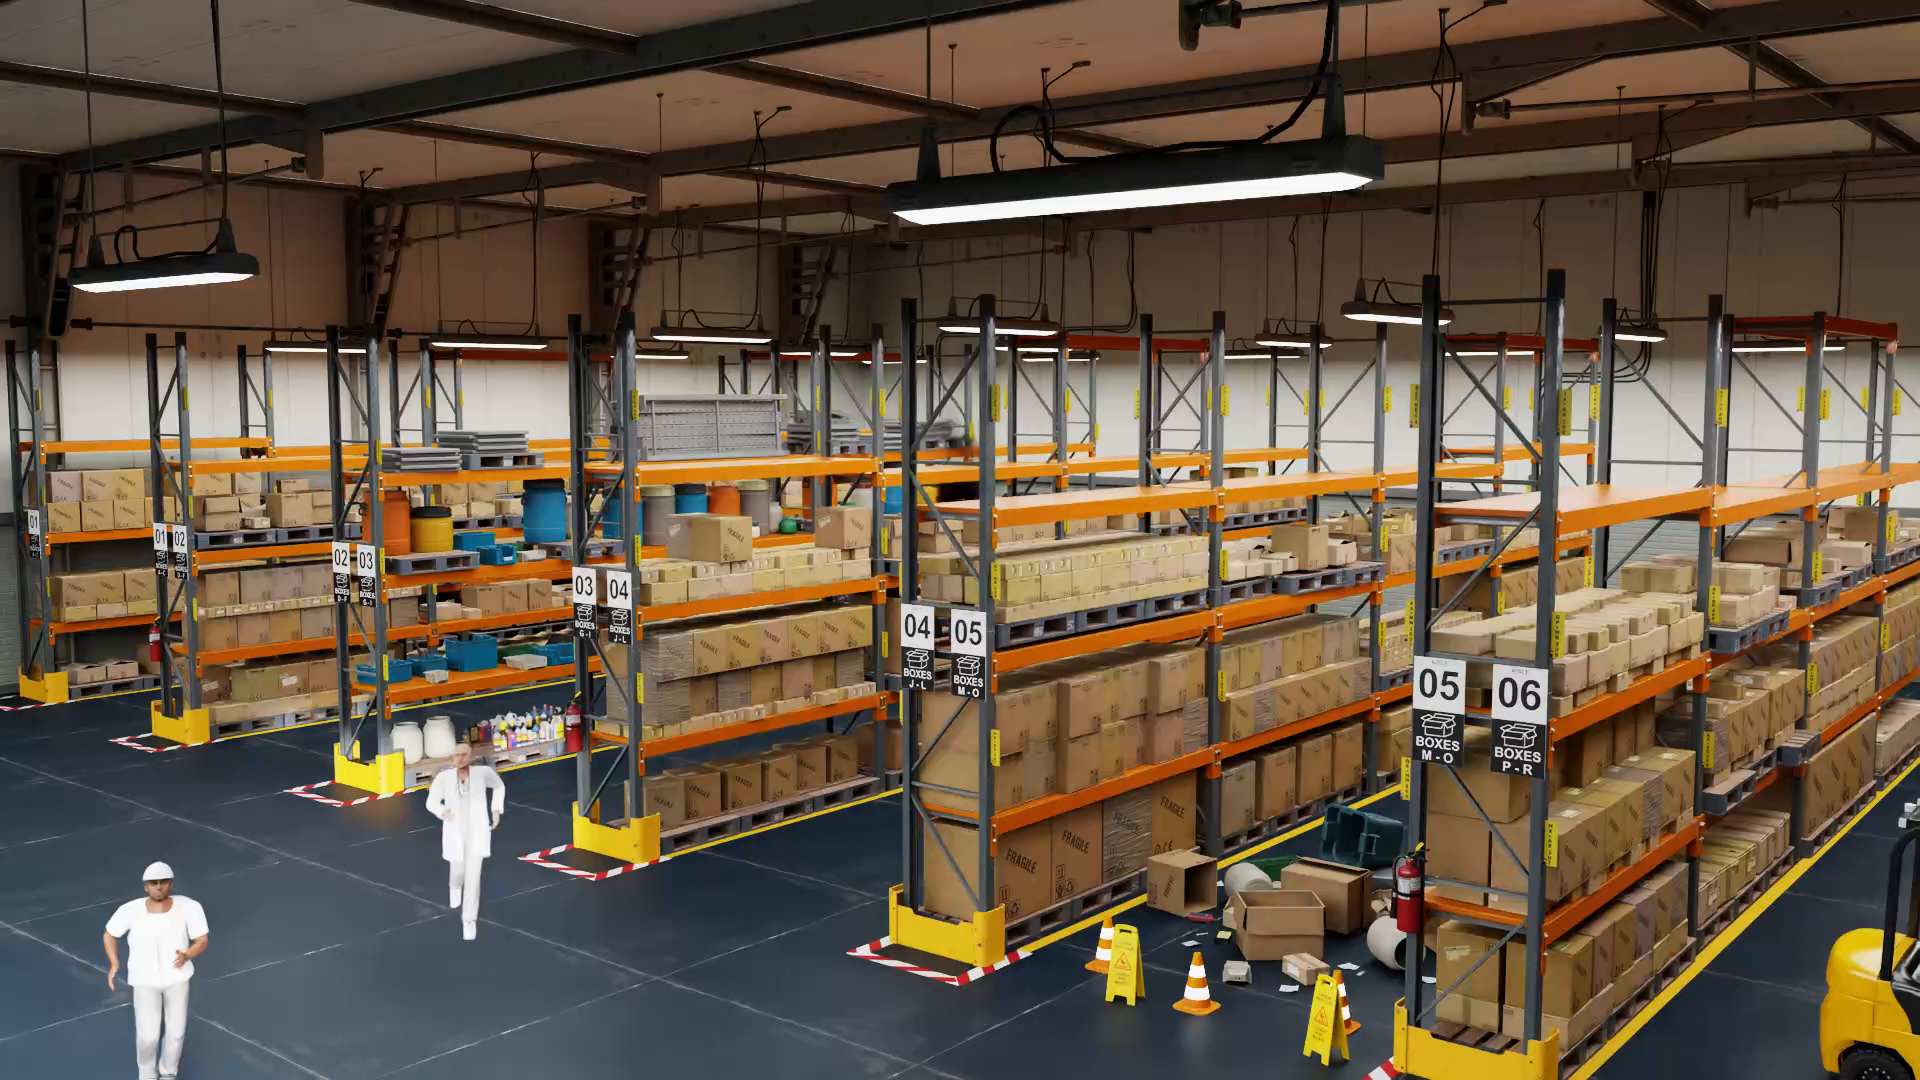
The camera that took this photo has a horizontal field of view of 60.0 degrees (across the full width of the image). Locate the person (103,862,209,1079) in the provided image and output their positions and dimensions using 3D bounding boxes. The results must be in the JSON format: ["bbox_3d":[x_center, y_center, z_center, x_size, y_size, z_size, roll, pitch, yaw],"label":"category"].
[{"bbox_3d":[-5.807,3.200,12.068,0.682,1.722,0.644,-3,6,-30],"label":"person"}]

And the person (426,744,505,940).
[{"bbox_3d":[-4.768,2.838,16.075,0.718,1.796,1.048,-1,5,-11],"label":"person"}]
